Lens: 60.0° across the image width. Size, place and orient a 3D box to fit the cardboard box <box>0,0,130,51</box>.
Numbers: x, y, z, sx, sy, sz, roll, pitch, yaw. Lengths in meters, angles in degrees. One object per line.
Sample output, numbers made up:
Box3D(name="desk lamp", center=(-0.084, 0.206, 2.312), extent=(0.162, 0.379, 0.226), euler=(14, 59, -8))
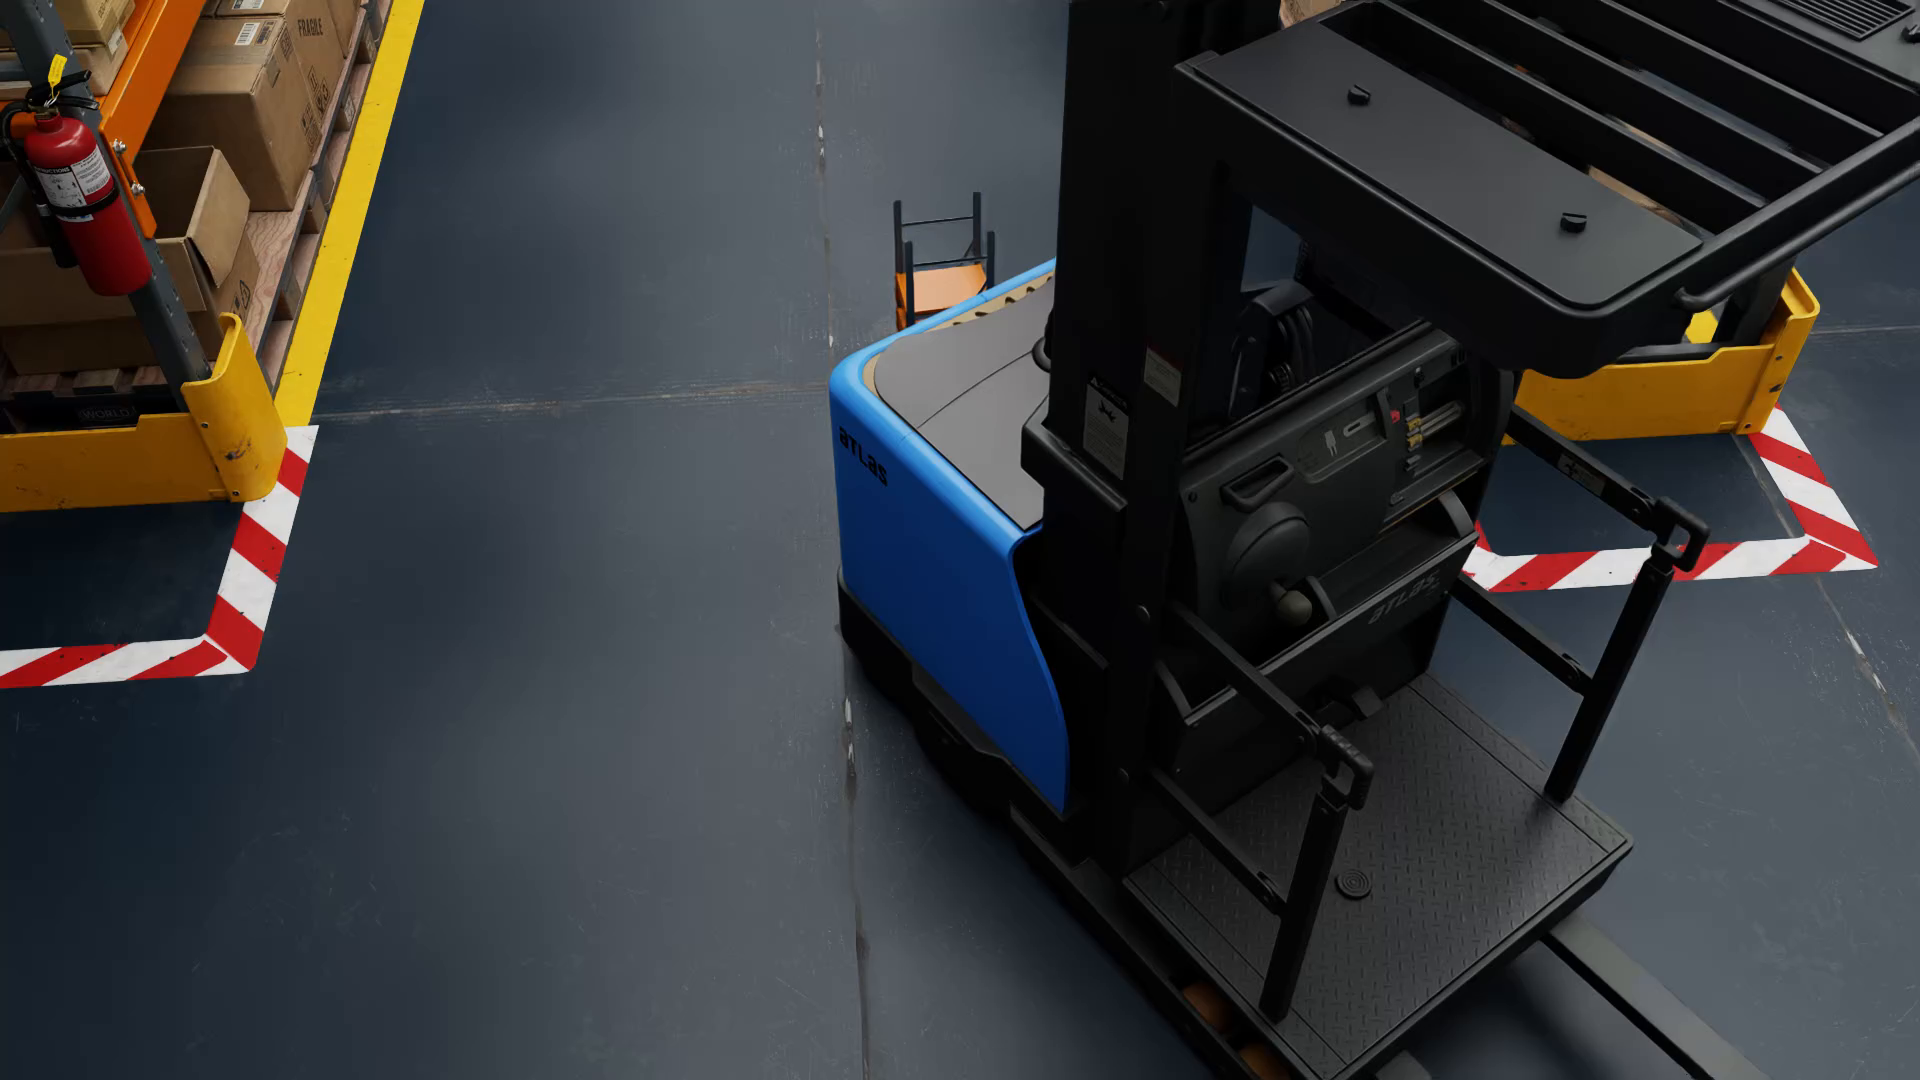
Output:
Box3D(name="cardboard box", center=(-2.587, -1.589, 4.588), extent=(0.500, 0.250, 0.500), euler=(-3, 47, -3))

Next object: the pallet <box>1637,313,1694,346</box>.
Box3D(name="pallet", center=(1.984, -1.113, 6.159), extent=(1.003, 0.211, 1.213), euler=(-3, 47, -3))

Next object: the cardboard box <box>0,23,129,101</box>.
Box3D(name="cardboard box", center=(-2.572, -1.362, 4.647), extent=(0.380, 0.149, 0.250), euler=(-4, 47, -4))

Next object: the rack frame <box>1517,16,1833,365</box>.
Box3D(name="rack frame", center=(2.128, -1.498, 4.603), extent=(1.000, 3.000, 0.127), euler=(-3, 47, -3))

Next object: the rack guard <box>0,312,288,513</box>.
Box3D(name="rack guard", center=(-2.824, -0.389, 5.274), extent=(1.175, 0.500, 0.348), euler=(-3, 47, -3))

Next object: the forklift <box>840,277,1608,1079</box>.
Box3D(name="forklift", center=(14.865, -5.822, 4.566), extent=(29.450, 9.000, 11.535), euler=(-29, 53, -24))

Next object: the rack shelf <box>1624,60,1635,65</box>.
Box3D(name="rack shelf", center=(4.423, -4.580, 4.622), extent=(5.869, 4.714, 3.910), euler=(-3, 47, -3))

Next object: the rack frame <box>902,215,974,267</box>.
Box3D(name="rack frame", center=(-0.062, -0.512, 4.909), extent=(0.228, 1.046, 0.002), euler=(-8, 47, -8))

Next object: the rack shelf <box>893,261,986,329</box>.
Box3D(name="rack shelf", center=(-0.043, -0.664, 4.618), extent=(0.258, 0.103, 0.180), euler=(-8, 47, -8))

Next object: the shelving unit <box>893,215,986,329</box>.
Box3D(name="shelving unit", center=(-0.044, -0.448, 4.848), extent=(0.258, 1.046, 0.183), euler=(-8, 47, -8))

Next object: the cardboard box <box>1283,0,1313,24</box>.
Box3D(name="cardboard box", center=(1.815, -2.547, 7.072), extent=(0.875, 0.438, 0.875), euler=(-5, 47, -4))

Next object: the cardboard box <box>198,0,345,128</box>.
Box3D(name="cardboard box", center=(-2.752, -1.936, 6.450), extent=(0.500, 0.500, 0.500), euler=(-3, 47, -3))

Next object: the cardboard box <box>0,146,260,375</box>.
Box3D(name="cardboard box", center=(-2.774, -0.928, 5.493), extent=(0.797, 0.503, 0.637), euler=(-5, 47, -5))

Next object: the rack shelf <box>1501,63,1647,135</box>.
Box3D(name="rack shelf", center=(1.961, -2.698, 6.235), extent=(1.077, 0.370, 4.000), euler=(-3, 47, -3))

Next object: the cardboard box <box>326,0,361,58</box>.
Box3D(name="cardboard box", center=(-2.894, -2.299, 6.794), extent=(0.700, 0.500, 0.500), euler=(-5, 47, -5))

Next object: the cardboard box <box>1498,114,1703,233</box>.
Box3D(name="cardboard box", center=(1.974, -1.233, 5.827), extent=(0.875, 0.438, 0.875), euler=(-5, 47, -5))

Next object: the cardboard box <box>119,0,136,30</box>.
Box3D(name="cardboard box", center=(-2.639, -1.543, 4.819), extent=(0.380, 0.149, 0.250), euler=(-2, 47, -2))

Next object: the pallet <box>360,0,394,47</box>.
Box3D(name="pallet", center=(-3.096, -2.632, 7.598), extent=(1.003, 0.211, 1.213), euler=(-3, 47, -3))
